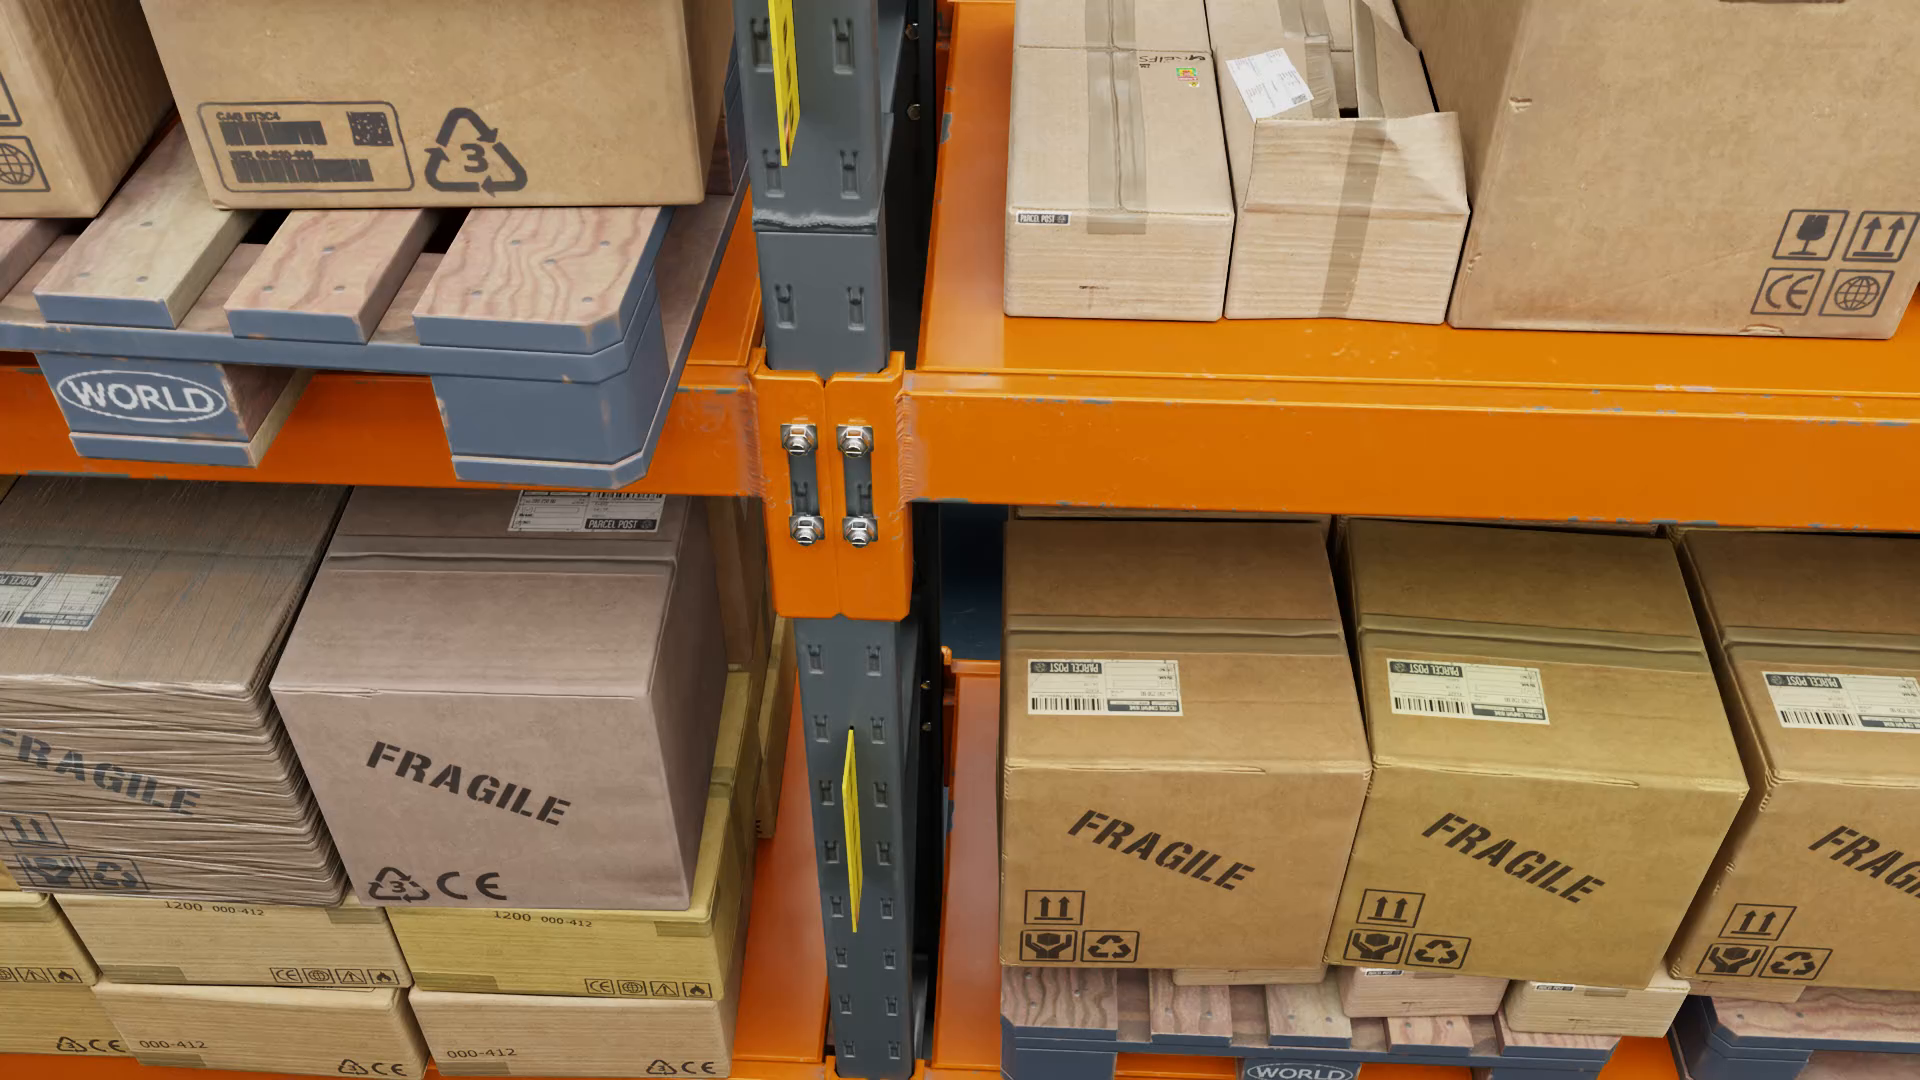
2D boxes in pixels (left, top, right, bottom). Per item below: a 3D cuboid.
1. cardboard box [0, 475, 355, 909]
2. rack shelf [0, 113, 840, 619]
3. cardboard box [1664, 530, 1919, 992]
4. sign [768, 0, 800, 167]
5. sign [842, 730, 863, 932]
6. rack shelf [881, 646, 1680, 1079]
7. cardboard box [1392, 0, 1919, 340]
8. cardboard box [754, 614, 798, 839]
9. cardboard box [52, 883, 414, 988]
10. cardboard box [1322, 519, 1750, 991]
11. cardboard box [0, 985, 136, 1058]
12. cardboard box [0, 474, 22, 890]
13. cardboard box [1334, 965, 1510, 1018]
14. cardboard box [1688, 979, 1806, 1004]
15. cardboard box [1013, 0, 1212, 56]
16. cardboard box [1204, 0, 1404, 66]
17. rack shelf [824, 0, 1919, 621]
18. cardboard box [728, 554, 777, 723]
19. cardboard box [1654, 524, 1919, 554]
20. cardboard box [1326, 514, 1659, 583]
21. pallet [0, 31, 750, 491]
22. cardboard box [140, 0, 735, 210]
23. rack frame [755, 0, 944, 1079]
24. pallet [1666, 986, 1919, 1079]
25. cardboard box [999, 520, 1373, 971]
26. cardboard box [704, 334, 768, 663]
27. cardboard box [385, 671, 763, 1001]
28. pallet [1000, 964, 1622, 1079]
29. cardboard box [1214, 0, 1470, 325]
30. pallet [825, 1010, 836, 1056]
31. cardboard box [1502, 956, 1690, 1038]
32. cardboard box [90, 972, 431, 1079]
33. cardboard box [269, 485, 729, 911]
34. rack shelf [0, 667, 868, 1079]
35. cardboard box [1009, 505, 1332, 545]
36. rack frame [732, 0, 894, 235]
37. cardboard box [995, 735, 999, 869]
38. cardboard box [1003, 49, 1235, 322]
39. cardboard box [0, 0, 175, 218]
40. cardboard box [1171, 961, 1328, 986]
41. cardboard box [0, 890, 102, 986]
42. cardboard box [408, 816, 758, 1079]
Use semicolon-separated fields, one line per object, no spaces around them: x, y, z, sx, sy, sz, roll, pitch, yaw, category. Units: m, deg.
-1.165;0.197;2.531;0.500;0.500;0.500;2;43;3;cardboard box
-2.122;-0.449;2.358;4.000;0.370;1.077;2;43;2;rack shelf
1.367;0.342;2.582;0.500;0.500;0.500;2;43;3;cardboard box
-0.157;-0.491;1.438;0.005;0.325;0.100;2;43;2;sign
-0.146;0.401;2.269;0.005;0.325;0.100;2;43;2;sign
1.874;0.772;3.249;4.000;0.370;1.077;2;43;2;rack shelf
0.822;-0.651;1.974;0.500;0.500;0.700;2;43;2;cardboard box
-0.602;0.316;3.321;0.500;0.250;0.500;1;43;1;cardboard box
-1.132;0.464;2.795;0.500;0.250;0.500;1;43;1;cardboard box
0.836;0.331;2.595;0.500;0.500;0.500;4;43;4;cardboard box
-1.654;0.632;2.981;0.500;0.250;0.500;1;43;1;cardboard box
-1.661;0.177;2.553;0.500;0.500;0.500;2;43;2;cardboard box
0.744;0.593;2.789;0.250;0.149;0.380;-1;43;-1;cardboard box
1.263;0.570;2.814;0.250;0.149;0.380;4;43;4;cardboard box
0.200;-0.692;2.276;0.250;0.149;0.380;2;43;2;cardboard box
0.449;-0.690;2.274;0.250;0.149;0.380;2;43;2;cardboard box
1.874;-0.326;2.226;4.000;0.370;1.077;2;43;2;rack shelf
-0.619;0.135;3.147;0.500;0.250;0.500;1;43;2;cardboard box
1.364;-0.004;2.954;0.500;0.500;0.500;-1;43;-1;cardboard box
0.860;-0.019;2.970;0.500;0.500;0.500;1;43;1;cardboard box
-0.770;-0.565;2.094;1.003;0.211;1.213;4;43;4;pallet
-0.508;-0.751;1.771;0.637;0.503;0.797;-1;43;-1;cardboard box
-0.124;0.447;3.070;0.127;3.000;1.000;2;43;2;rack frame
1.855;0.550;3.100;1.213;0.211;1.003;2;43;2;pallet
0.315;0.319;2.607;0.500;0.500;0.500;1;43;1;cardboard box
-0.606;-0.137;2.890;0.500;0.500;0.500;0;43;0;cardboard box
-0.619;0.477;2.780;0.500;0.250;0.500;2;43;2;cardboard box
0.593;0.467;3.189;1.003;0.211;1.213;2;43;2;pallet
0.438;-0.468;1.950;0.258;0.266;0.396;2;43;2;cardboard box
-0.908;1.392;4.101;1.213;0.211;1.003;2;43;2;pallet
1.018;0.616;2.765;0.250;0.149;0.380;2;43;2;cardboard box
-1.152;0.658;2.953;0.500;0.250;0.500;2;43;3;cardboard box
-0.652;0.207;2.520;0.500;0.500;0.500;1;43;1;cardboard box
-2.122;0.649;3.381;4.000;0.370;1.077;2;43;2;rack shelf
0.343;-0.027;2.979;0.500;0.500;0.500;1;43;1;cardboard box
-0.124;-1.748;1.025;0.127;3.000;1.000;2;43;2;rack frame
0.192;0.522;2.865;0.250;0.149;0.380;-1;43;-1;cardboard box
0.183;-0.433;1.998;0.250;0.149;0.380;2;43;2;cardboard box
-1.122;-0.742;1.764;0.500;0.500;0.700;0;43;0;cardboard box
0.473;0.553;2.832;0.250;0.149;0.380;-1;43;-1;cardboard box
-1.644;0.462;2.797;0.500;0.250;0.500;1;43;1;cardboard box
-0.641;0.663;2.948;0.500;0.250;0.500;0;43;0;cardboard box
